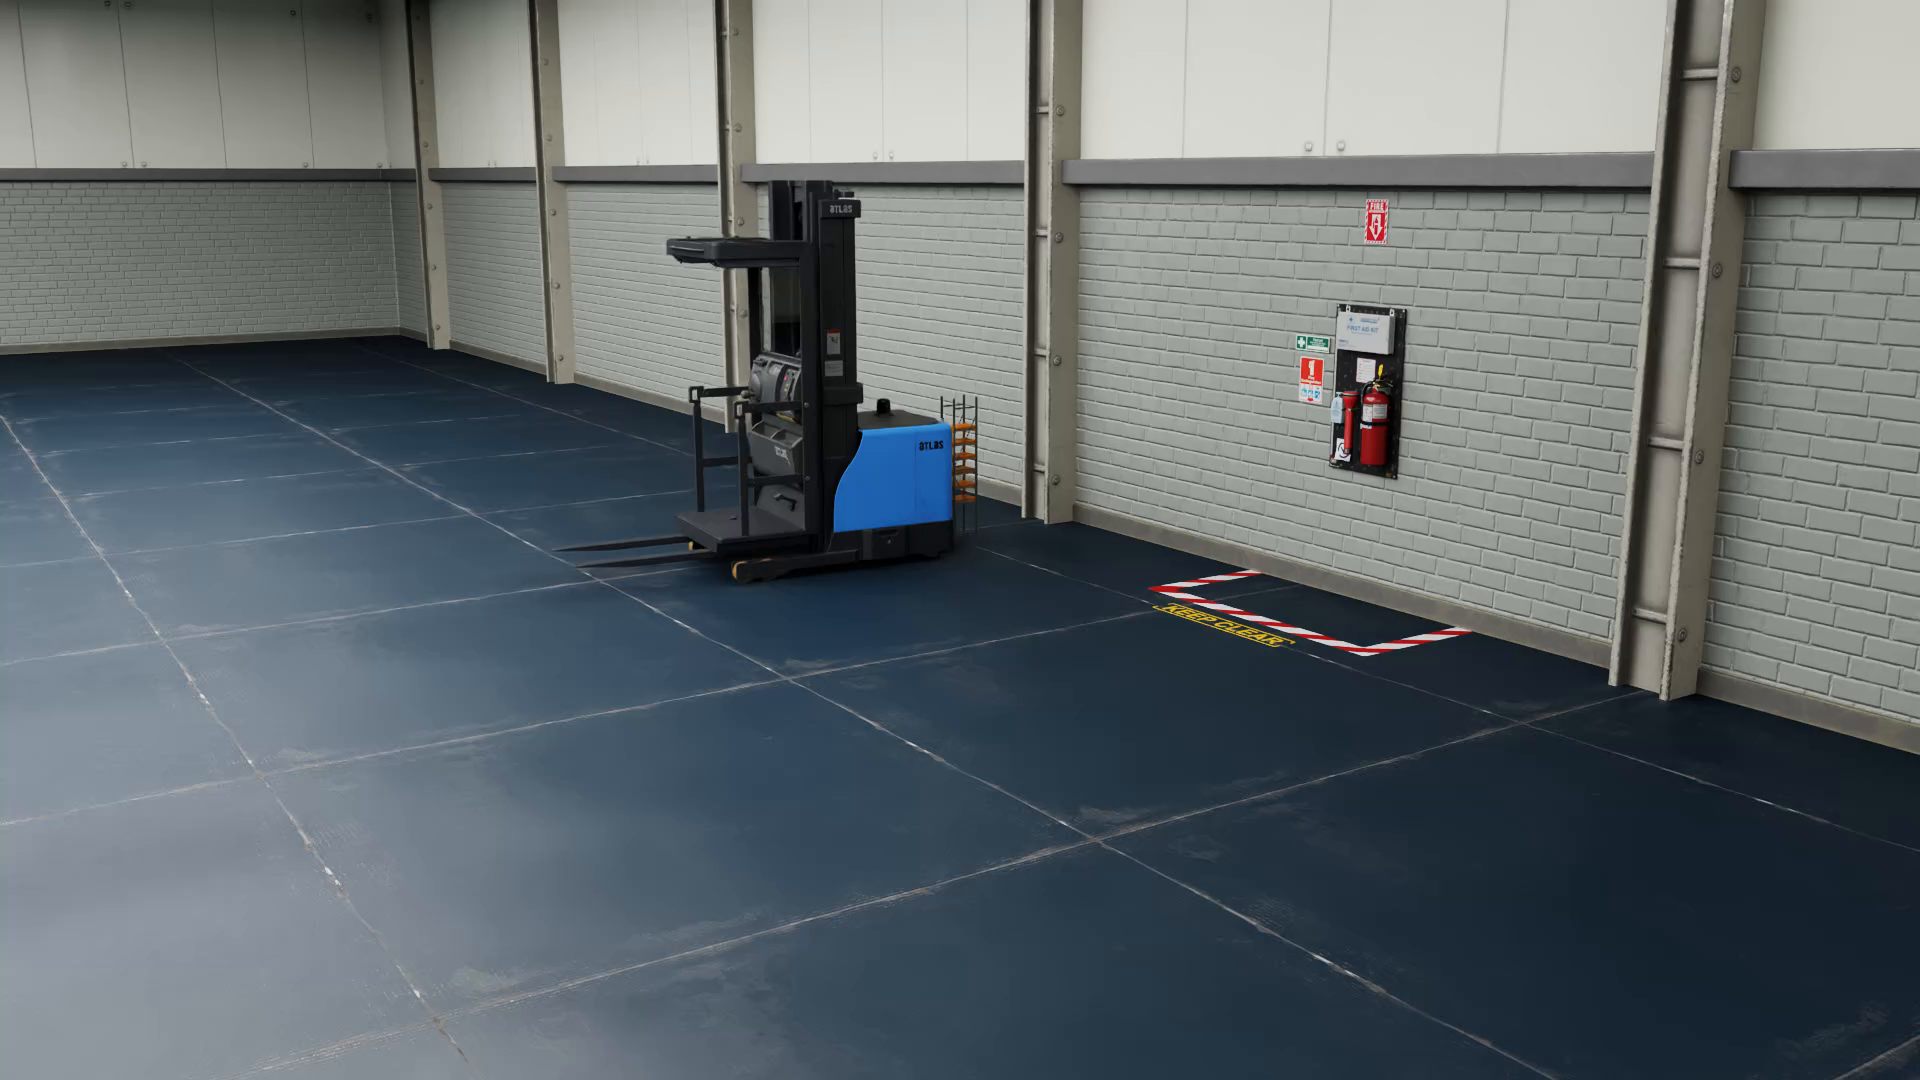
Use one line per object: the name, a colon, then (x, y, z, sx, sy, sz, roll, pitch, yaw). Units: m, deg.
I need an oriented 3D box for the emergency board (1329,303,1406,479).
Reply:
emergency board: (2.769, -1.033, 11.564, 0.194, 1.169, 0.643, -8, 15, -33)

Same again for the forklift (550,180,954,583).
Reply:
forklift: (-1.596, -1.237, 12.659, 3.031, 2.935, 1.130, -6, 14, -27)

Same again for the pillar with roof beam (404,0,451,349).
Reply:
pillar with roof beam: (-12.774, -7.278, 26.081, 9.100, 9.000, 0.400, -8, 15, -33)

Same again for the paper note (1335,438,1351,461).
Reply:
paper note: (2.729, -0.642, 11.839, 0.016, 0.148, 0.142, -8, 15, -33)

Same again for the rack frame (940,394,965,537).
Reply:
rack frame: (-0.059, -0.605, 13.820, 0.240, 1.200, 0.006, -8, 15, -33)

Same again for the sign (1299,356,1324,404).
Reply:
sign: (2.549, -1.161, 12.066, 0.001, 0.329, 0.234, -8, 15, -33)

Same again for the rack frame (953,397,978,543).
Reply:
rack frame: (0.043, -0.572, 13.671, 0.240, 1.200, 0.006, -8, 15, -33)

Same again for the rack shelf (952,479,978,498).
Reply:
rack shelf: (-0.008, -0.428, 13.780, 0.258, 0.103, 0.180, -8, 15, -33)

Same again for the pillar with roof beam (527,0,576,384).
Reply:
pillar with roof beam: (-9.450, -6.211, 21.201, 9.100, 9.000, 0.400, -8, 15, -33)

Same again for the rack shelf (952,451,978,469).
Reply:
rack shelf: (-0.008, -0.663, 13.729, 0.258, 0.103, 0.180, -8, 15, -33)

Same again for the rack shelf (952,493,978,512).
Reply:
rack shelf: (-0.008, -0.311, 13.806, 0.258, 0.103, 0.180, -8, 15, -33)

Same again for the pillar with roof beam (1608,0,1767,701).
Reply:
pillar with roof beam: (0.523, -3.010, 6.563, 9.100, 9.000, 0.400, -8, 15, -33)

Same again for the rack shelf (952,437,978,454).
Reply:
rack shelf: (-0.008, -0.780, 13.704, 0.258, 0.103, 0.180, -8, 15, -33)

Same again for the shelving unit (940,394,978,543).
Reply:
shelving unit: (-0.008, -0.589, 13.745, 0.258, 1.200, 0.189, -8, 15, -33)

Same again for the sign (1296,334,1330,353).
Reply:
sign: (2.544, -1.418, 12.001, 0.001, 0.109, 0.331, -8, 15, -33)

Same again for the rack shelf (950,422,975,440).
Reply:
rack shelf: (-0.008, -0.897, 13.678, 0.258, 0.103, 0.180, -8, 15, -33)

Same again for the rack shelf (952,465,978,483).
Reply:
rack shelf: (-0.008, -0.545, 13.755, 0.258, 0.103, 0.180, -8, 15, -33)

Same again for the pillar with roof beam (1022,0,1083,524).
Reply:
pillar with roof beam: (-2.801, -4.077, 11.442, 9.100, 9.000, 0.400, -8, 15, -33)

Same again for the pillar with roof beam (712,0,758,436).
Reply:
pillar with roof beam: (-6.126, -5.144, 16.322, 9.100, 9.000, 0.400, -8, 15, -33)

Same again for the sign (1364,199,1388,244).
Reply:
sign: (2.848, -2.179, 11.377, 0.001, 0.298, 0.199, -8, 15, -33)
